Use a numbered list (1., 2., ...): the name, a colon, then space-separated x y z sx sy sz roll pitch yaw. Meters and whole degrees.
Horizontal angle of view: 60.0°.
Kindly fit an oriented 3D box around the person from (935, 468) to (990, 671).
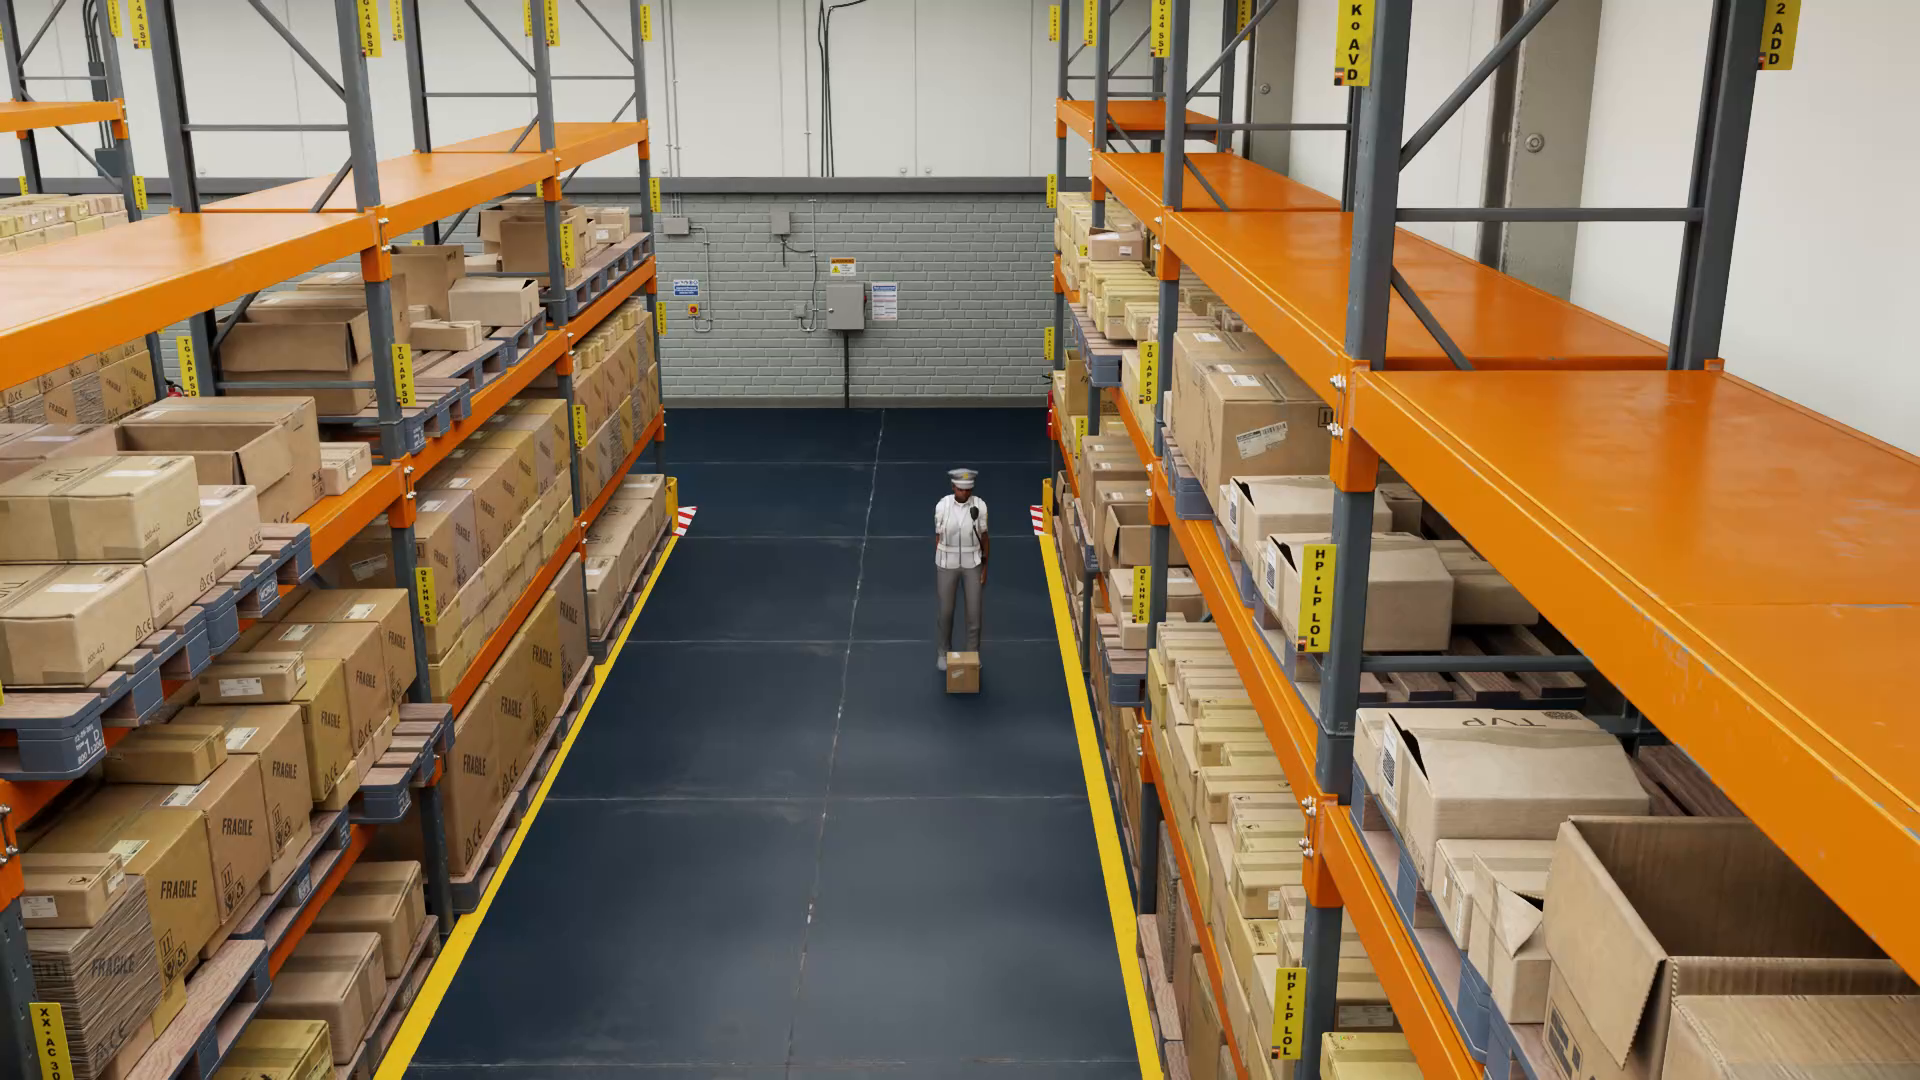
1. person: 0.018 0.238 13.341 0.438 1.675 0.341 -1 17 -2
